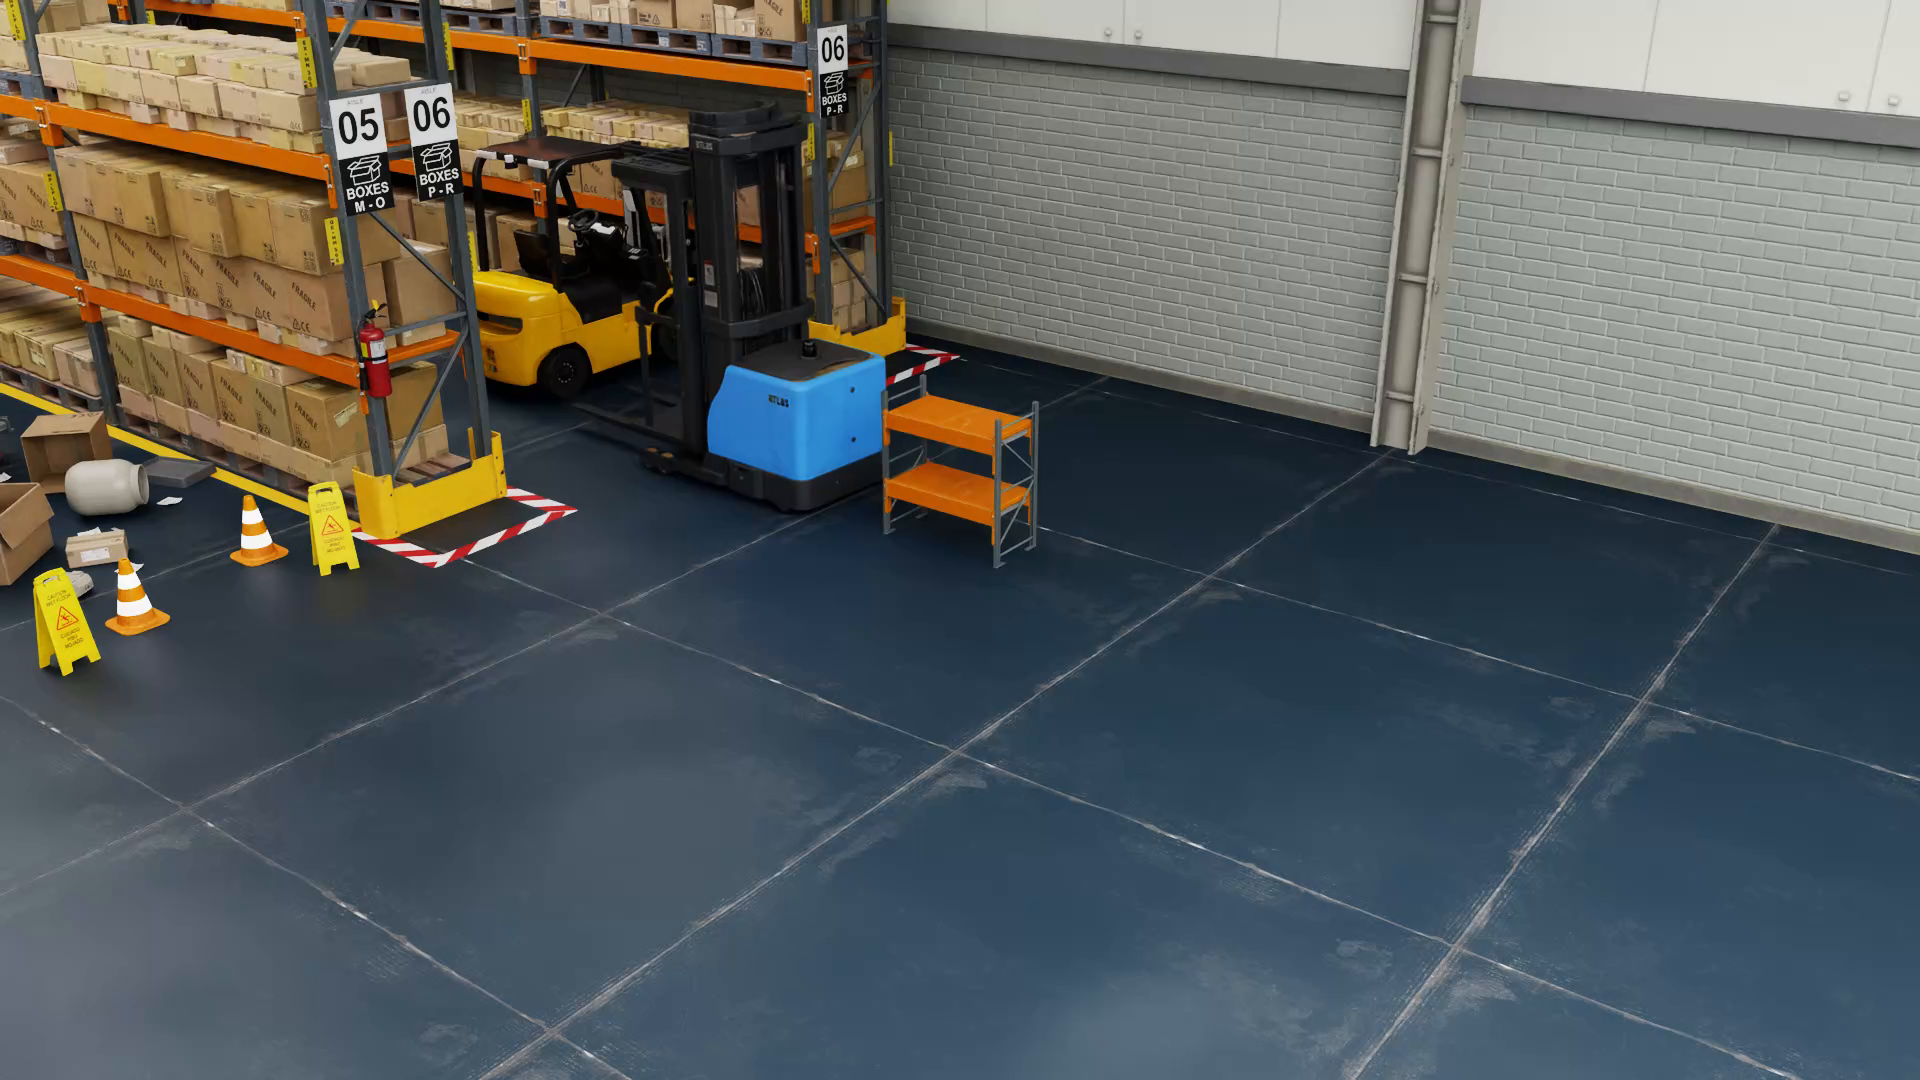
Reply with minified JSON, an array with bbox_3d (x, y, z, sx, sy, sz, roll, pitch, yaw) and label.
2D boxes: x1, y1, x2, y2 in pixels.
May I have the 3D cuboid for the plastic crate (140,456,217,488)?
[{"bbox_3d":[-6.437,-0.562,13.576,0.583,0.080,0.402,7,25,15],"label":"plastic crate"}]

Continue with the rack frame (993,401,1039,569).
[{"bbox_3d":[0.401,-0.393,11.899,0.032,1.125,0.500,17,29,33],"label":"rack frame"}]

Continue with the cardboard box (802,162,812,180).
[{"bbox_3d":[-1.472,-3.513,15.725,0.250,0.149,0.380,17,29,34],"label":"cardboard box"}]

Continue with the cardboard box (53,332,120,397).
[{"bbox_3d":[-7.623,-1.658,15.181,0.625,0.372,0.950,17,29,34],"label":"cardboard box"}]

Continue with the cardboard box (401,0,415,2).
[{"bbox_3d":[-5.907,-5.994,18.232,0.250,0.149,0.380,16,29,33],"label":"cardboard box"}]

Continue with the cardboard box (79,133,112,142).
[{"bbox_3d":[-12.373,-5.537,23.826,0.500,0.500,0.500,17,29,34],"label":"cardboard box"}]

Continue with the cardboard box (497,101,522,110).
[{"bbox_3d":[-4.979,-4.839,18.734,0.250,0.149,0.380,16,29,33],"label":"cardboard box"}]

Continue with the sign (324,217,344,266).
[{"bbox_3d":[-4.349,-2.075,11.562,0.005,0.325,0.100,17,29,33],"label":"sign"}]

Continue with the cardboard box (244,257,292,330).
[{"bbox_3d":[-4.998,-1.921,12.549,0.500,0.500,0.500,17,29,33],"label":"cardboard box"}]

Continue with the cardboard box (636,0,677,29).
[{"bbox_3d":[-2.732,-5.297,16.210,0.637,0.503,0.797,18,29,35],"label":"cardboard box"}]

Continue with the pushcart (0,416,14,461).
[{"bbox_3d":[-8.529,-0.594,13.281,0.936,0.377,1.648,7,25,15],"label":"pushcart"}]

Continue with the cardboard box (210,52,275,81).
[{"bbox_3d":[-5.210,-3.454,12.122,0.250,0.149,0.380,17,29,33],"label":"cardboard box"}]

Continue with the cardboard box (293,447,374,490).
[{"bbox_3d":[-4.828,-0.623,12.984,0.500,0.250,0.500,17,29,33],"label":"cardboard box"}]

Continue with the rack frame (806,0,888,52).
[{"bbox_3d":[-1.027,-5.922,14.682,0.127,3.000,1.000,17,29,33],"label":"rack frame"}]

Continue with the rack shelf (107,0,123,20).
[{"bbox_3d":[-12.229,-7.606,23.115,4.000,0.370,1.077,17,29,33],"label":"rack shelf"}]

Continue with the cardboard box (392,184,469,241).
[{"bbox_3d":[-6.410,-3.906,19.971,0.625,0.625,0.875,18,29,35],"label":"cardboard box"}]

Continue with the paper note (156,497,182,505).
[{"bbox_3d":[-6.210,-0.312,13.071,0.148,0.019,0.142,7,25,15],"label":"paper note"}]

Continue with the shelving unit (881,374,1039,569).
[{"bbox_3d":[-0.005,-0.516,12.178,1.048,1.125,0.538,17,29,33],"label":"shelving unit"}]

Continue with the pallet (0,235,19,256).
[{"bbox_3d":[-8.794,-2.956,15.627,1.213,0.211,1.003,17,29,33],"label":"pallet"}]

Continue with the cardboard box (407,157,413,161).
[{"bbox_3d":[-5.990,-4.485,19.046,0.500,0.250,0.500,18,29,35],"label":"cardboard box"}]

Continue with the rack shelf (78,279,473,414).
[{"bbox_3d":[-5.601,-1.729,13.497,4.000,0.370,1.077,17,29,33],"label":"rack shelf"}]

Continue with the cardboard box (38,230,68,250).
[{"bbox_3d":[-7.779,-2.655,14.496,0.250,0.149,0.380,17,29,34],"label":"cardboard box"}]

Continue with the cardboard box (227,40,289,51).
[{"bbox_3d":[-5.362,-3.727,12.742,0.250,0.149,0.380,18,29,34],"label":"cardboard box"}]

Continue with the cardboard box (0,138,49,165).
[{"bbox_3d":[-8.265,-3.414,14.611,0.250,0.149,0.380,16,28,32],"label":"cardboard box"}]

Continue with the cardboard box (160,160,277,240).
[{"bbox_3d":[-5.726,-2.648,12.956,0.500,0.500,0.700,17,29,33],"label":"cardboard box"}]

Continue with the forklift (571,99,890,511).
[{"bbox_3d":[-2.024,-2.035,13.383,3.031,2.935,1.130,18,30,36],"label":"forklift"}]

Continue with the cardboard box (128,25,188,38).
[{"bbox_3d":[-6.563,-4.120,13.634,0.250,0.149,0.380,16,28,32],"label":"cardboard box"}]

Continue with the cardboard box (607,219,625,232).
[{"bbox_3d":[-3.625,-3.191,17.571,0.500,0.250,0.500,17,29,33],"label":"cardboard box"}]

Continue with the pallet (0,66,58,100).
[{"bbox_3d":[-7.631,-4.012,14.300,1.003,0.211,1.213,17,29,33],"label":"pallet"}]

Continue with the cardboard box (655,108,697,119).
[{"bbox_3d":[-2.962,-4.400,17.370,0.250,0.149,0.380,16,29,32],"label":"cardboard box"}]

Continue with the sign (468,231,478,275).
[{"bbox_3d":[-3.675,-2.146,12.477,0.005,0.325,0.100,17,29,33],"label":"sign"}]

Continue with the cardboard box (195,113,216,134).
[{"bbox_3d":[-5.462,-3.147,12.414,0.250,0.149,0.380,16,28,32],"label":"cardboard box"}]

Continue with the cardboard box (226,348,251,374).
[{"bbox_3d":[-5.541,-1.451,13.129,0.250,0.149,0.380,18,30,35],"label":"cardboard box"}]

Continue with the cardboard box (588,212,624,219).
[{"bbox_3d":[-3.718,-3.479,18.226,0.500,0.250,0.500,17,29,34],"label":"cardboard box"}]

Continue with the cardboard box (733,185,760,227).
[{"bbox_3d":[-1.987,-3.386,16.240,0.500,0.500,0.500,18,29,35],"label":"cardboard box"}]

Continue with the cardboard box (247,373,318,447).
[{"bbox_3d":[-5.218,-1.086,13.106,0.500,0.500,0.500,18,30,35],"label":"cardboard box"}]

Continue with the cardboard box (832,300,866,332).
[{"bbox_3d":[-1.302,-2.293,16.774,0.500,0.250,0.500,17,29,34],"label":"cardboard box"}]

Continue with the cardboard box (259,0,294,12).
[{"bbox_3d":[-7.984,-6.461,19.811,0.500,0.250,0.500,16,28,32],"label":"cardboard box"}]

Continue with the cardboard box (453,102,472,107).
[{"bbox_3d":[-5.674,-4.797,18.640,0.250,0.149,0.380,17,29,34],"label":"cardboard box"}]

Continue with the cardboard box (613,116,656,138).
[{"bbox_3d":[-3.309,-4.208,16.933,0.250,0.149,0.380,16,29,32],"label":"cardboard box"}]

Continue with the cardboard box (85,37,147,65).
[{"bbox_3d":[-6.519,-3.791,12.886,0.250,0.149,0.380,17,29,33],"label":"cardboard box"}]

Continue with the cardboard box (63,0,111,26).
[{"bbox_3d":[-7.833,-4.655,14.570,0.500,0.250,0.500,16,28,32],"label":"cardboard box"}]

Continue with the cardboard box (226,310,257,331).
[{"bbox_3d":[-5.494,-1.768,13.004,0.250,0.149,0.380,16,29,33],"label":"cardboard box"}]

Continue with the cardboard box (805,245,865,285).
[{"bbox_3d":[-1.298,-2.746,16.562,0.500,0.250,0.500,16,29,33],"label":"cardboard box"}]

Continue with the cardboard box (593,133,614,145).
[{"bbox_3d":[-3.544,-4.125,17.115,0.250,0.149,0.380,18,29,34],"label":"cardboard box"}]

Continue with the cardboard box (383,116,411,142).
[{"bbox_3d":[-4.071,-3.017,12.120,0.250,0.149,0.380,17,29,33],"label":"cardboard box"}]

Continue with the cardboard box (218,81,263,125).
[{"bbox_3d":[-4.965,-3.178,11.990,0.500,0.250,0.500,16,29,33],"label":"cardboard box"}]

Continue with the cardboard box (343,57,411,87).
[{"bbox_3d":[-4.163,-3.349,11.884,0.250,0.149,0.380,17,29,33],"label":"cardboard box"}]

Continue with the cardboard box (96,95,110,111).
[{"bbox_3d":[-6.658,-3.539,13.305,0.250,0.149,0.380,17,29,33],"label":"cardboard box"}]

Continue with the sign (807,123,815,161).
[{"bbox_3d":[-1.363,-3.644,15.220,0.005,0.325,0.100,17,29,33],"label":"sign"}]

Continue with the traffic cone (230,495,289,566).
[{"bbox_3d":[-5.118,-0.102,12.057,0.334,0.463,0.336,17,29,33],"label":"traffic cone"}]

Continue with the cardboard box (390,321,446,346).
[{"bbox_3d":[-4.148,-1.609,12.643,0.250,0.149,0.380,17,29,33],"label":"cardboard box"}]

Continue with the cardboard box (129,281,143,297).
[{"bbox_3d":[-6.678,-2.149,13.868,0.250,0.149,0.380,17,29,33],"label":"cardboard box"}]

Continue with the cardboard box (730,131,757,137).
[{"bbox_3d":[-2.036,-3.863,16.150,0.250,0.149,0.380,17,29,34],"label":"cardboard box"}]

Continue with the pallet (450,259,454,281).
[{"bbox_3d":[-5.821,-3.329,19.694,1.213,0.211,1.003,17,29,33],"label":"pallet"}]
